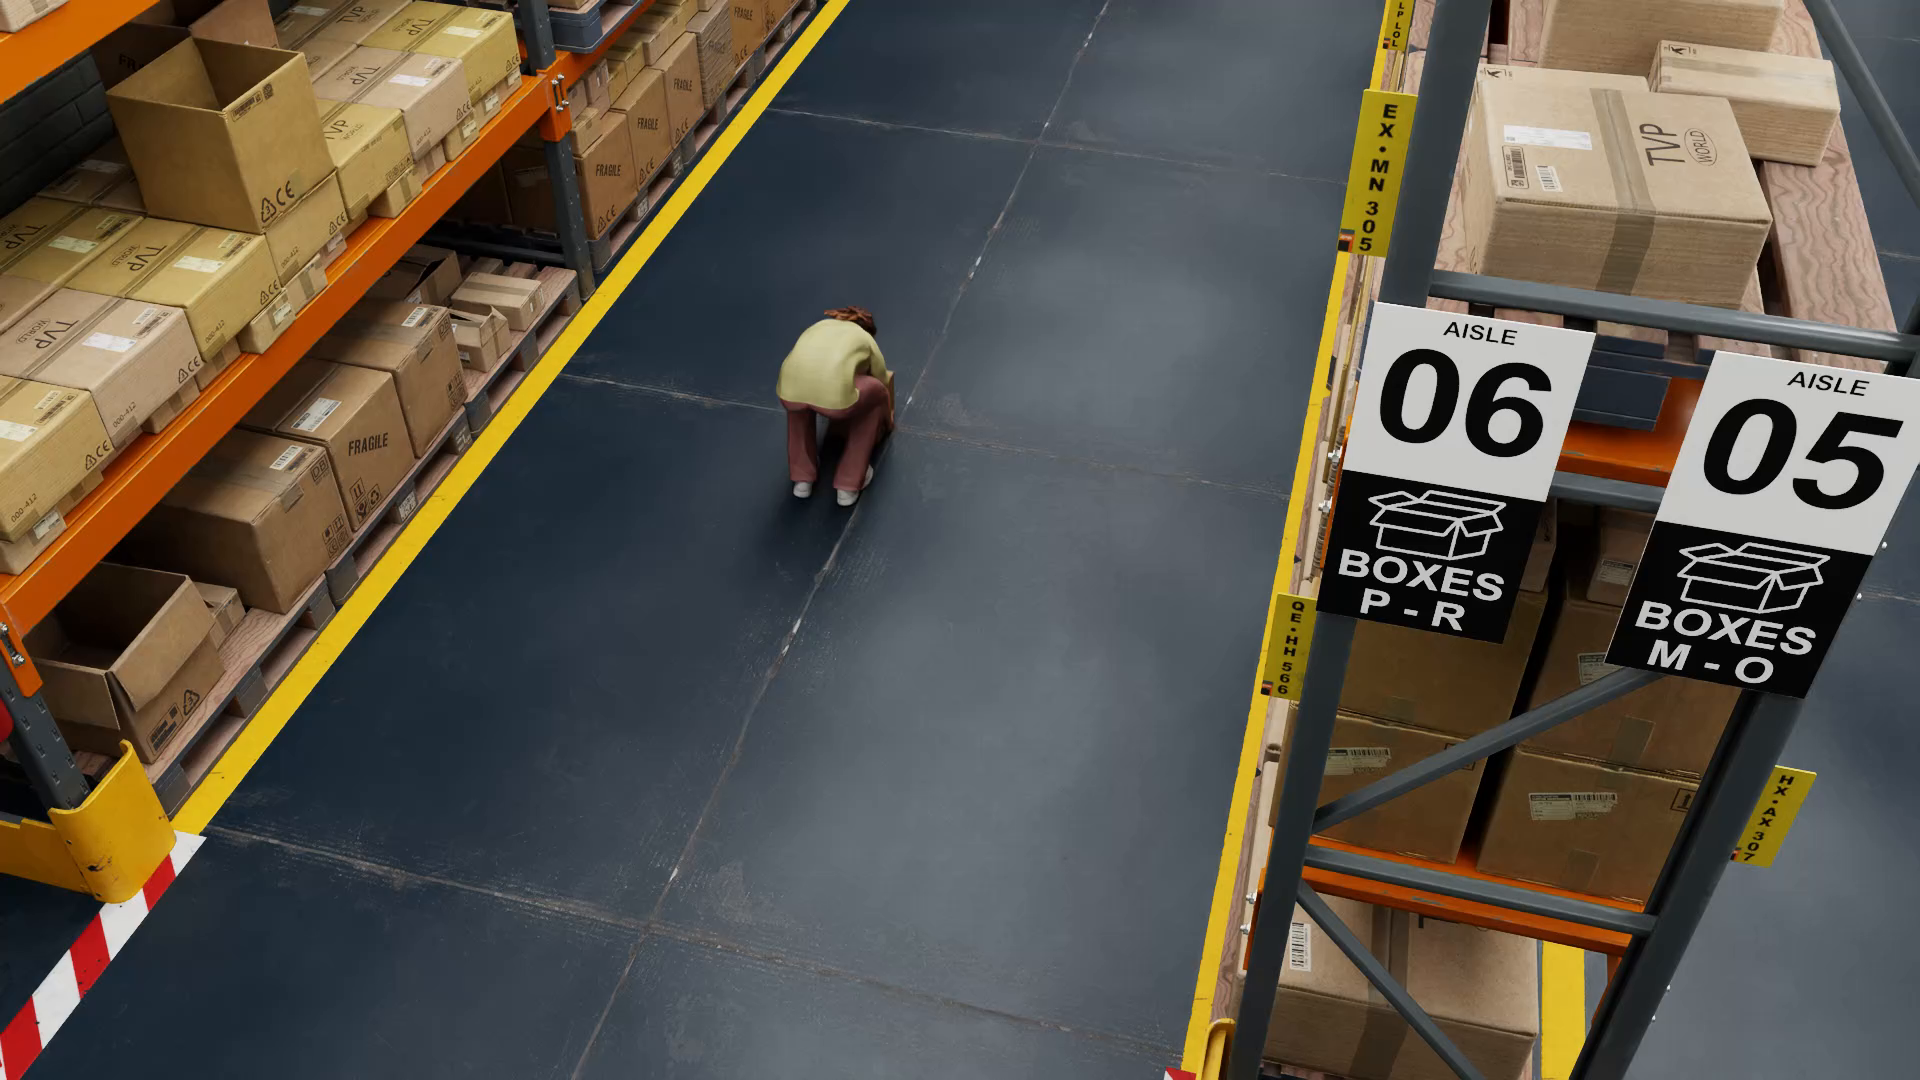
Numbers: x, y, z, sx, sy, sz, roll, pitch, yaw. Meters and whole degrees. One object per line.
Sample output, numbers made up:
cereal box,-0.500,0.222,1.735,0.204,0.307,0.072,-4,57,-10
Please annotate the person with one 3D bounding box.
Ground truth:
person,-0.565,-0.663,7.570,0.476,0.835,0.855,8,42,9
